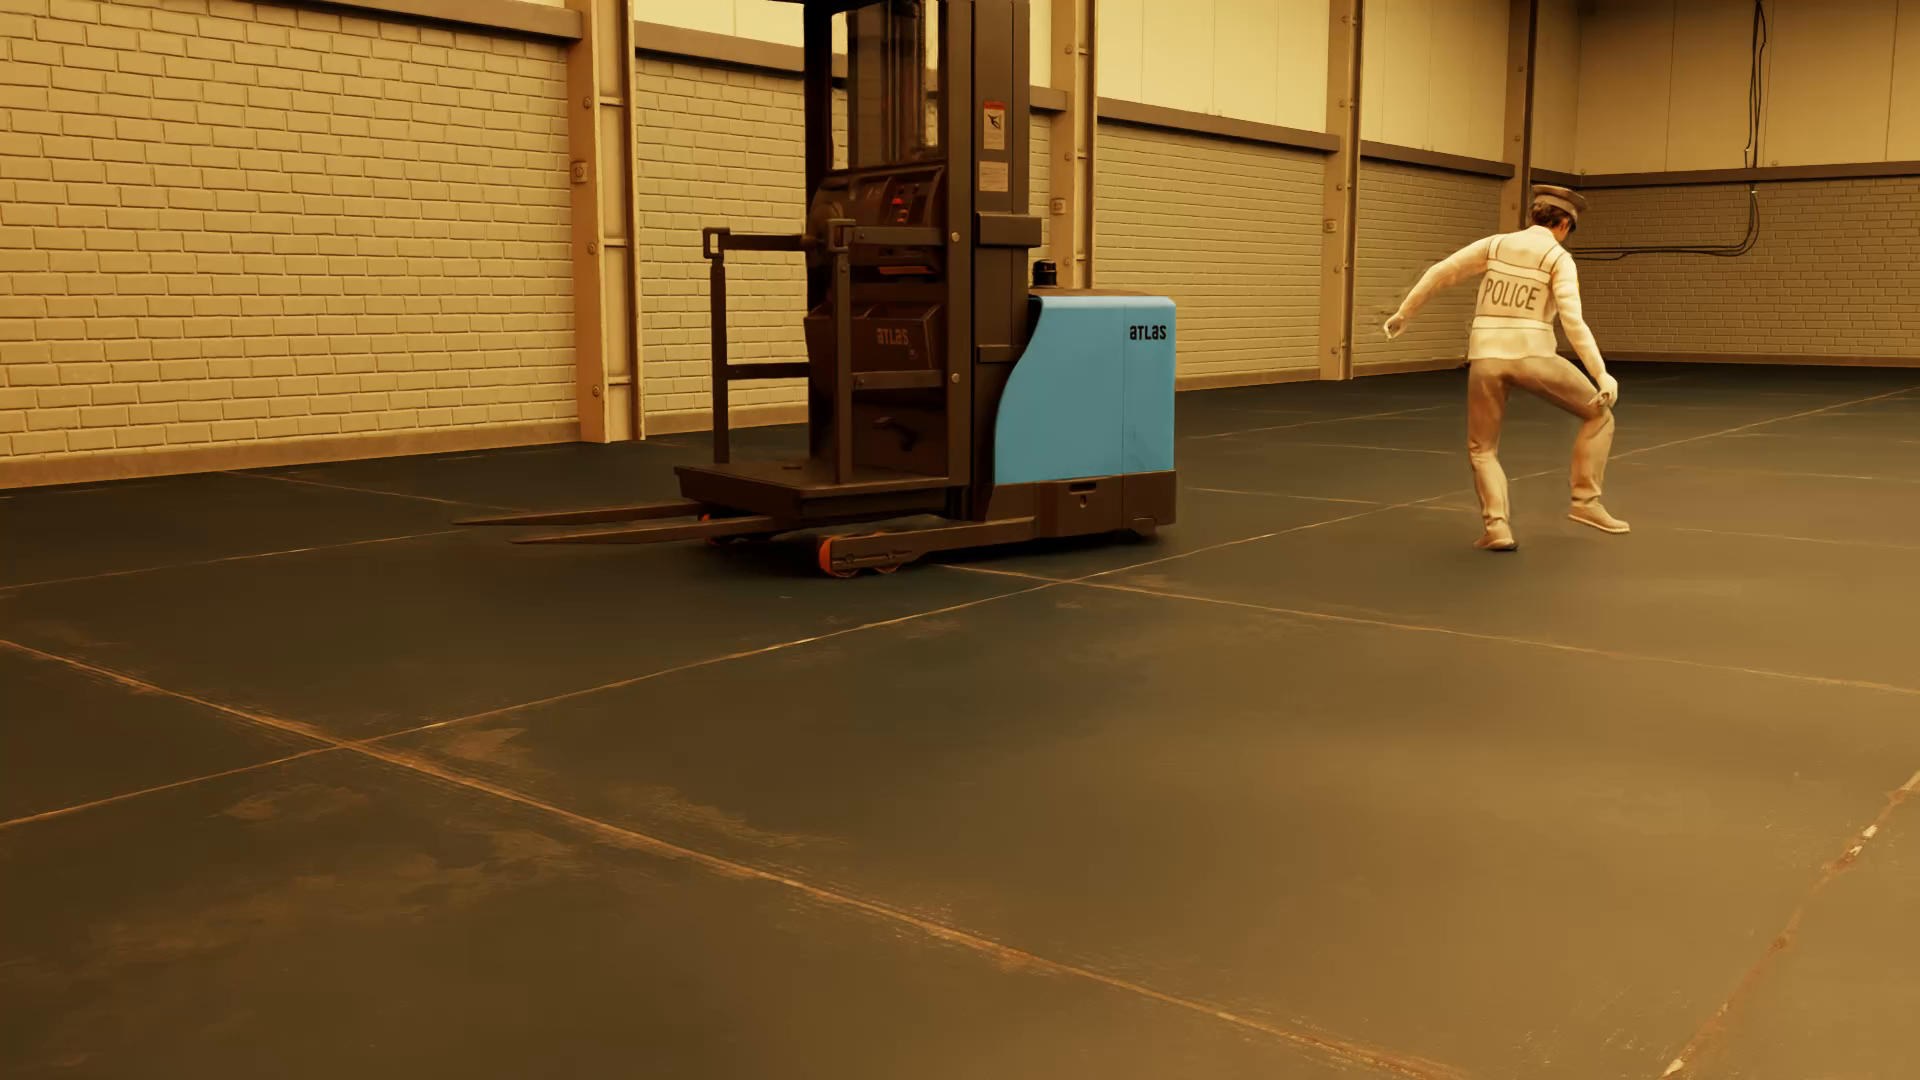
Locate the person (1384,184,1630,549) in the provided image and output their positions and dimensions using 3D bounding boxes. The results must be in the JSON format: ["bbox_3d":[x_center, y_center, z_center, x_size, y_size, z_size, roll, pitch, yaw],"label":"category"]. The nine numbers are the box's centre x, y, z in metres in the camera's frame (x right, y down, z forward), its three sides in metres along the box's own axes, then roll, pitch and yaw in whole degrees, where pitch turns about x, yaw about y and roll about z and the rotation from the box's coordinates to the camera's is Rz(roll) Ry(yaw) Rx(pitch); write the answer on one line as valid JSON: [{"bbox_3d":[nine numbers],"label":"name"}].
[{"bbox_3d":[2.351,-0.730,7.244,1.059,1.600,0.550,6,10,34],"label":"person"}]

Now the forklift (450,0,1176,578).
[{"bbox_3d":[-0.525,-1.389,6.776,3.031,2.935,1.130,-6,10,-36],"label":"forklift"}]
